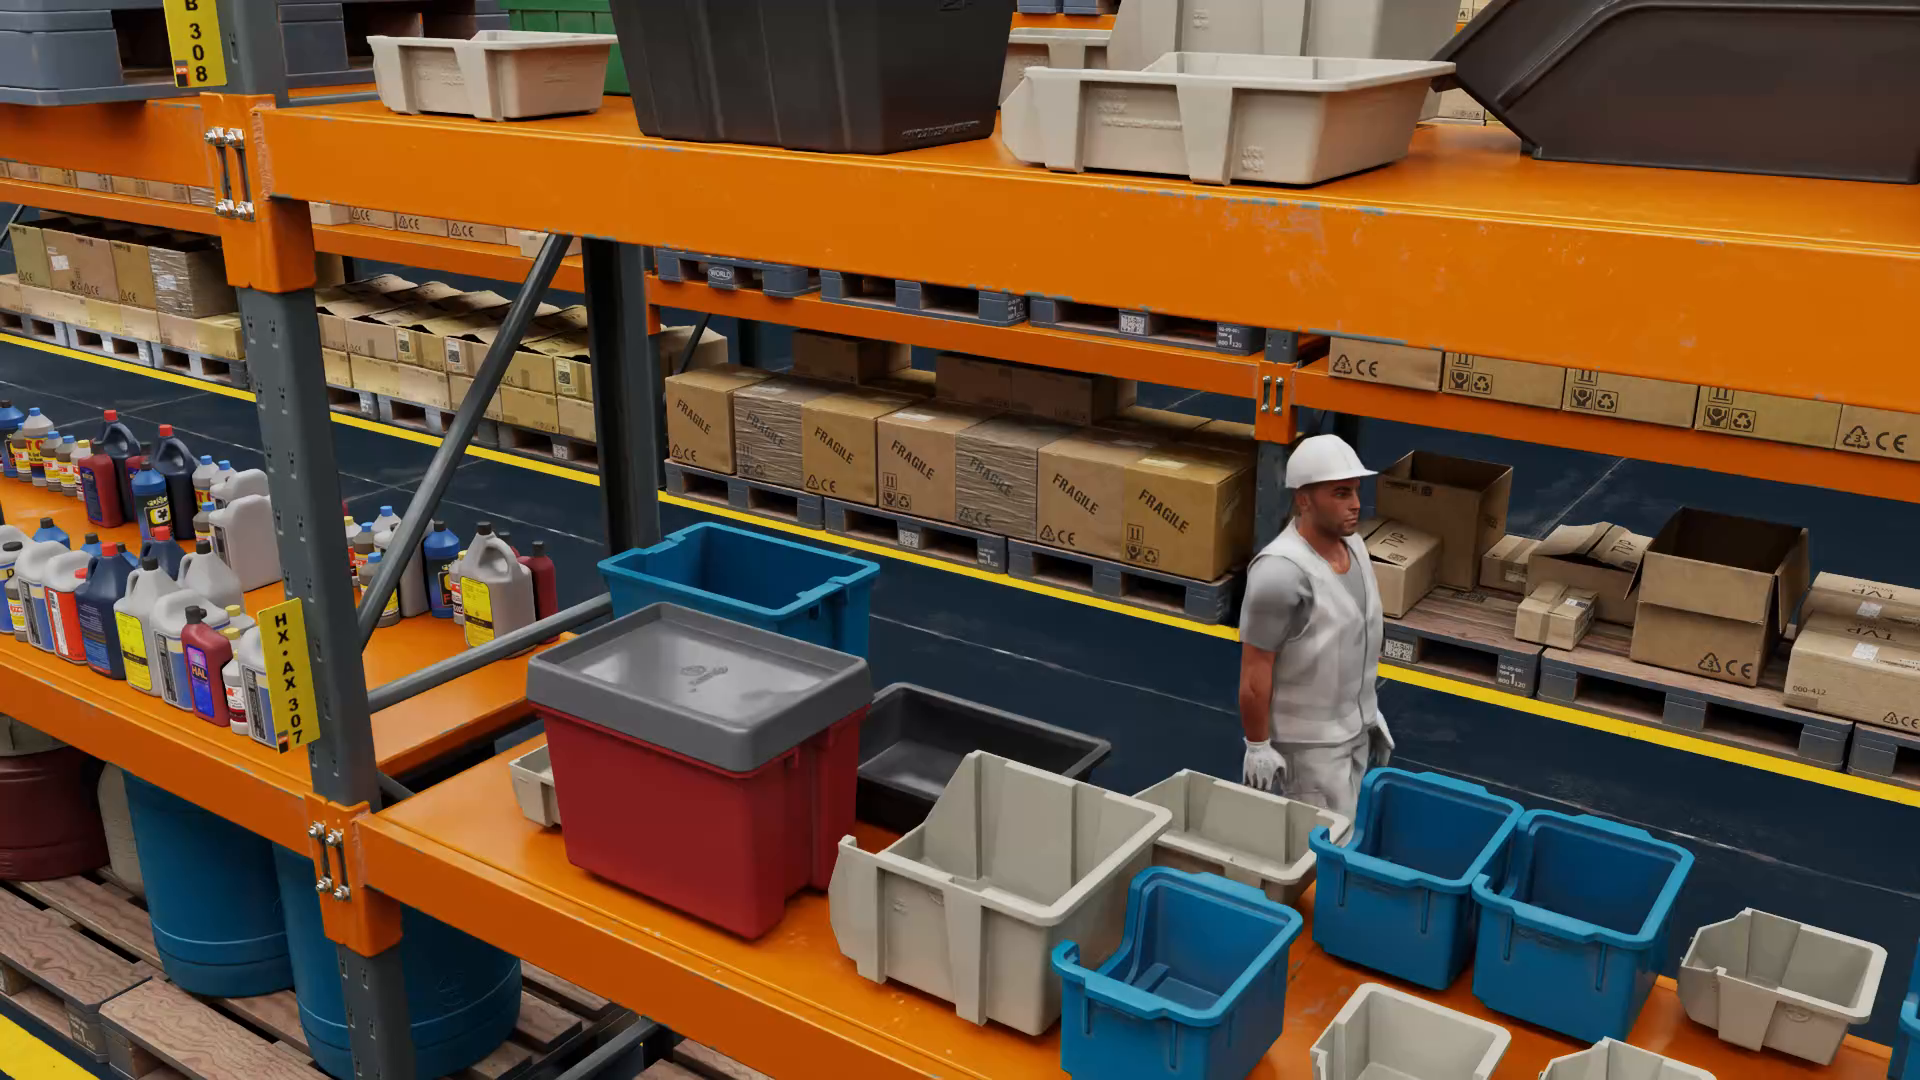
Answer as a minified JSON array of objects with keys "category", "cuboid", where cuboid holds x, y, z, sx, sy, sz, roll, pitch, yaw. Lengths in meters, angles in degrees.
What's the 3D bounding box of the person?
[{"category":"person","cuboid":[1.067,0.574,4.856,0.444,1.793,0.531,15,25,36]}]
